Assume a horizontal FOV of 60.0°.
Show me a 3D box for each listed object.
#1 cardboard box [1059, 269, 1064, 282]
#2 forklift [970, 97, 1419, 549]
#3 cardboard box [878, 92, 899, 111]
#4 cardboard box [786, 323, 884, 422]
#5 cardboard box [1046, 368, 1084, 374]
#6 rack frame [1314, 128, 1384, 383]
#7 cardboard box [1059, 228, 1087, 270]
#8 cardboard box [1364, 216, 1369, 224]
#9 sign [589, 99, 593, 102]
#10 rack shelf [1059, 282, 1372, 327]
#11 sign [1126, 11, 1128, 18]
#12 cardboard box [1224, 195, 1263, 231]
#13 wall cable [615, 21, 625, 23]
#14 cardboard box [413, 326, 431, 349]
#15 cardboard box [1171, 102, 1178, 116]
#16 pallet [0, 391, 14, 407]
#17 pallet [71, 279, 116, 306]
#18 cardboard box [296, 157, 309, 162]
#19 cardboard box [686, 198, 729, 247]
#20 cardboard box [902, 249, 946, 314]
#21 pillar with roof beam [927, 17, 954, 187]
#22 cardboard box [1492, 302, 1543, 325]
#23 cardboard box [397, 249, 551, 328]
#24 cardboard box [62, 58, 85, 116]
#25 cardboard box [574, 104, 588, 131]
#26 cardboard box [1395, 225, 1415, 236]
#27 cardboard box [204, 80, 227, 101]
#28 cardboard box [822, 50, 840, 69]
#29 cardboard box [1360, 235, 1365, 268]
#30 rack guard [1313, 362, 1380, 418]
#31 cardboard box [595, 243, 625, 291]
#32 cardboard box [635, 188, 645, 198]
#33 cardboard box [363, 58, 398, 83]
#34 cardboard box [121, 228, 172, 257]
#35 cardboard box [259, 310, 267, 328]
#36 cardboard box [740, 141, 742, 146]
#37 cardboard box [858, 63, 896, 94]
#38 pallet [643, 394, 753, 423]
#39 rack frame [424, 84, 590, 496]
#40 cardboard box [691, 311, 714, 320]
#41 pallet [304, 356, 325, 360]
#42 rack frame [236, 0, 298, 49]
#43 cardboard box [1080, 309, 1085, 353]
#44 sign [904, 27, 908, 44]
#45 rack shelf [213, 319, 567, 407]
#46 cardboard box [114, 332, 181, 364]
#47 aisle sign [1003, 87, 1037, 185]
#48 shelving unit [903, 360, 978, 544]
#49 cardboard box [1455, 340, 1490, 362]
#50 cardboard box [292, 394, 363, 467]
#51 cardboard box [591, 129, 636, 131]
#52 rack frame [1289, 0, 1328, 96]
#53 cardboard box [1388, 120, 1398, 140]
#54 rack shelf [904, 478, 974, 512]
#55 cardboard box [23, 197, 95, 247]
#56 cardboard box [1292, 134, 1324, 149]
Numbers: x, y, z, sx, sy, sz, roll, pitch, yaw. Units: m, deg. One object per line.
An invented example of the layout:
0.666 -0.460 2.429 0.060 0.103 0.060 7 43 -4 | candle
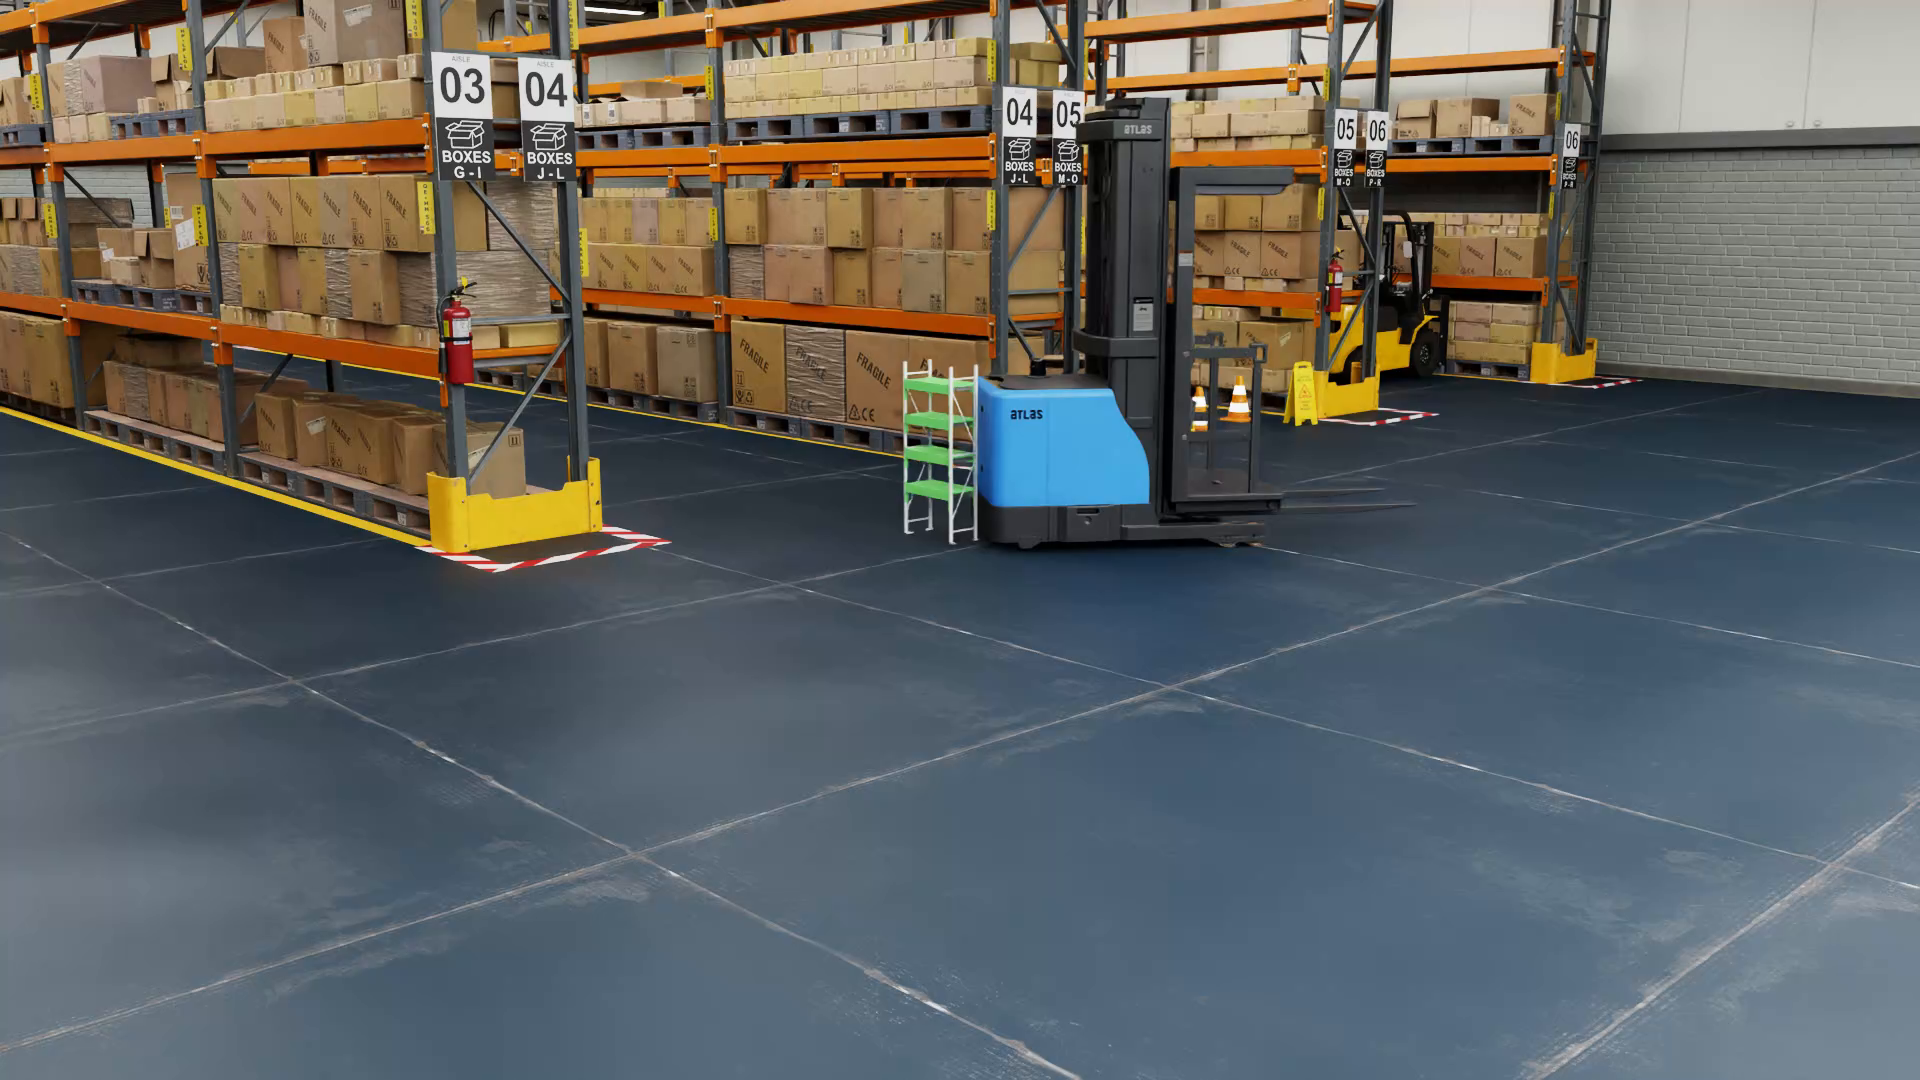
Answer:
1.400 -3.224 20.247 0.380 0.149 0.250 -11 16 -43 | cardboard box
1.634 -1.489 11.376 3.031 2.935 1.130 -2 12 -8 | forklift
-0.512 -3.900 14.807 0.380 0.149 0.250 -11 16 -43 | cardboard box
-1.087 -1.665 16.286 0.875 0.875 0.875 -11 16 -42 | cardboard box
1.133 -1.534 17.612 0.637 0.503 0.797 1 12 6 | cardboard box
4.177 -2.854 17.829 1.000 3.000 0.127 -11 16 -43 | rack frame
1.517 -3.529 20.122 0.500 0.500 0.500 -11 16 -43 | cardboard box
5.738 -4.407 22.774 0.380 0.149 0.250 -11 16 -43 | cardboard box
-4.451 -5.154 20.083 0.100 0.325 0.005 -11 16 -43 | sign
2.795 -2.793 19.318 1.077 0.370 4.000 -11 16 -43 | rack shelf
2.638 -8.265 26.518 0.100 0.325 0.005 -11 16 -43 | sign
3.322 -3.657 18.265 0.700 0.500 0.500 -11 16 -42 | cardboard box
-6.257 -12.545 36.220 2.988 3.039 0.133 -11 16 -43 | wall cable
-3.509 -1.399 11.391 0.380 0.149 0.250 -11 16 -43 | cardboard box
2.529 -4.867 18.815 0.380 0.149 0.250 -10 16 -41 | cardboard box
-10.690 -1.756 19.412 1.003 0.211 1.213 -11 16 -43 | pallet
-7.946 -2.457 16.379 1.213 0.211 1.003 -11 16 -43 | pallet
-9.184 -5.551 23.860 0.500 0.250 0.500 -11 16 -43 | cardboard box
-2.443 -3.343 17.479 0.700 0.500 0.500 -11 16 -44 | cardboard box
-0.018 -2.348 15.001 0.875 0.550 0.550 -11 16 -43 | cardboard box
-3.466 -7.863 27.275 9.100 9.000 0.400 -11 16 -43 | pillar with roof beam
7.220 -2.918 21.438 0.500 0.250 0.500 -10 15 -41 | cardboard box
-3.351 -1.751 11.494 0.875 0.500 0.500 -11 16 -43 | cardboard box
-8.029 -4.224 15.561 0.500 0.500 0.500 -11 16 -42 | cardboard box
-4.518 -4.860 19.068 0.500 0.311 0.500 -11 16 -42 | cardboard box
6.085 -4.185 22.434 0.380 0.149 0.250 -11 16 -44 | cardboard box
-5.752 -3.557 13.193 0.250 0.149 0.380 11 16 44 | cardboard box
-1.040 -4.402 15.267 0.380 0.149 0.250 -11 16 -43 | cardboard box
5.841 -3.930 22.805 0.500 0.500 0.500 -11 16 -43 | cardboard box
4.124 -1.640 18.135 1.175 0.500 0.348 -11 16 -43 | rack guard
-3.700 -3.042 18.495 0.500 0.500 0.500 -11 16 -43 | cardboard box
-5.010 -5.588 26.766 0.380 0.149 0.250 -11 16 -43 | cardboard box
-3.771 -3.140 11.167 0.250 0.149 0.380 11 16 43 | cardboard box
-7.656 -2.754 16.057 0.700 0.500 0.500 -8 14 -34 | cardboard box
-5.287 -1.754 13.114 0.380 0.149 0.250 -11 16 -43 | cardboard box
-3.102 -5.898 24.467 0.396 0.266 0.258 -9 15 -38 | cardboard box
-0.565 -4.124 14.908 0.500 0.250 0.500 -11 16 -43 | cardboard box
-2.683 -1.469 18.020 1.003 0.211 1.213 -11 16 -43 | pallet
-2.991 -1.473 11.126 1.000 3.000 0.127 -11 16 -43 | rack frame
-3.624 -3.691 26.116 0.875 0.875 0.875 -10 15 -41 | cardboard box
-8.957 -2.806 24.507 1.003 0.211 1.213 -11 16 -43 | pallet
-10.383 -7.422 25.138 1.000 3.000 0.127 -11 16 -43 | rack frame
1.626 -2.540 20.221 0.500 0.500 0.500 -10 15 -40 | cardboard box
-0.928 -8.659 28.628 0.100 0.325 0.005 -11 16 -43 | sign
-4.372 -1.412 12.615 1.077 0.370 4.000 -11 16 -43 | rack shelf
-8.031 -1.905 16.471 0.500 0.250 0.500 -10 15 -40 | cardboard box
0.498 -3.370 13.894 0.394 0.787 0.004 -11 16 -43 | aisle sign
-0.135 -0.611 11.405 0.258 1.200 0.503 -10 15 -39 | shelving unit
6.875 -2.503 21.902 0.500 0.250 0.500 -11 16 -43 | cardboard box
-5.105 -0.891 13.458 0.500 0.500 0.500 -5 13 -25 | cardboard box
-3.920 -4.886 19.192 0.500 0.311 0.500 -11 16 -43 | cardboard box
5.002 -7.068 23.417 1.000 3.000 0.127 -11 16 -43 | rack frame
5.807 -5.529 22.424 0.258 0.266 0.396 11 16 44 | cardboard box
-0.135 -0.314 11.466 0.258 0.148 0.480 -10 15 -39 | rack shelf
-9.457 -3.385 17.674 0.797 0.503 0.637 -10 16 -41 | cardboard box
3.728 -4.213 17.615 0.380 0.149 0.250 -11 16 -42 | cardboard box
